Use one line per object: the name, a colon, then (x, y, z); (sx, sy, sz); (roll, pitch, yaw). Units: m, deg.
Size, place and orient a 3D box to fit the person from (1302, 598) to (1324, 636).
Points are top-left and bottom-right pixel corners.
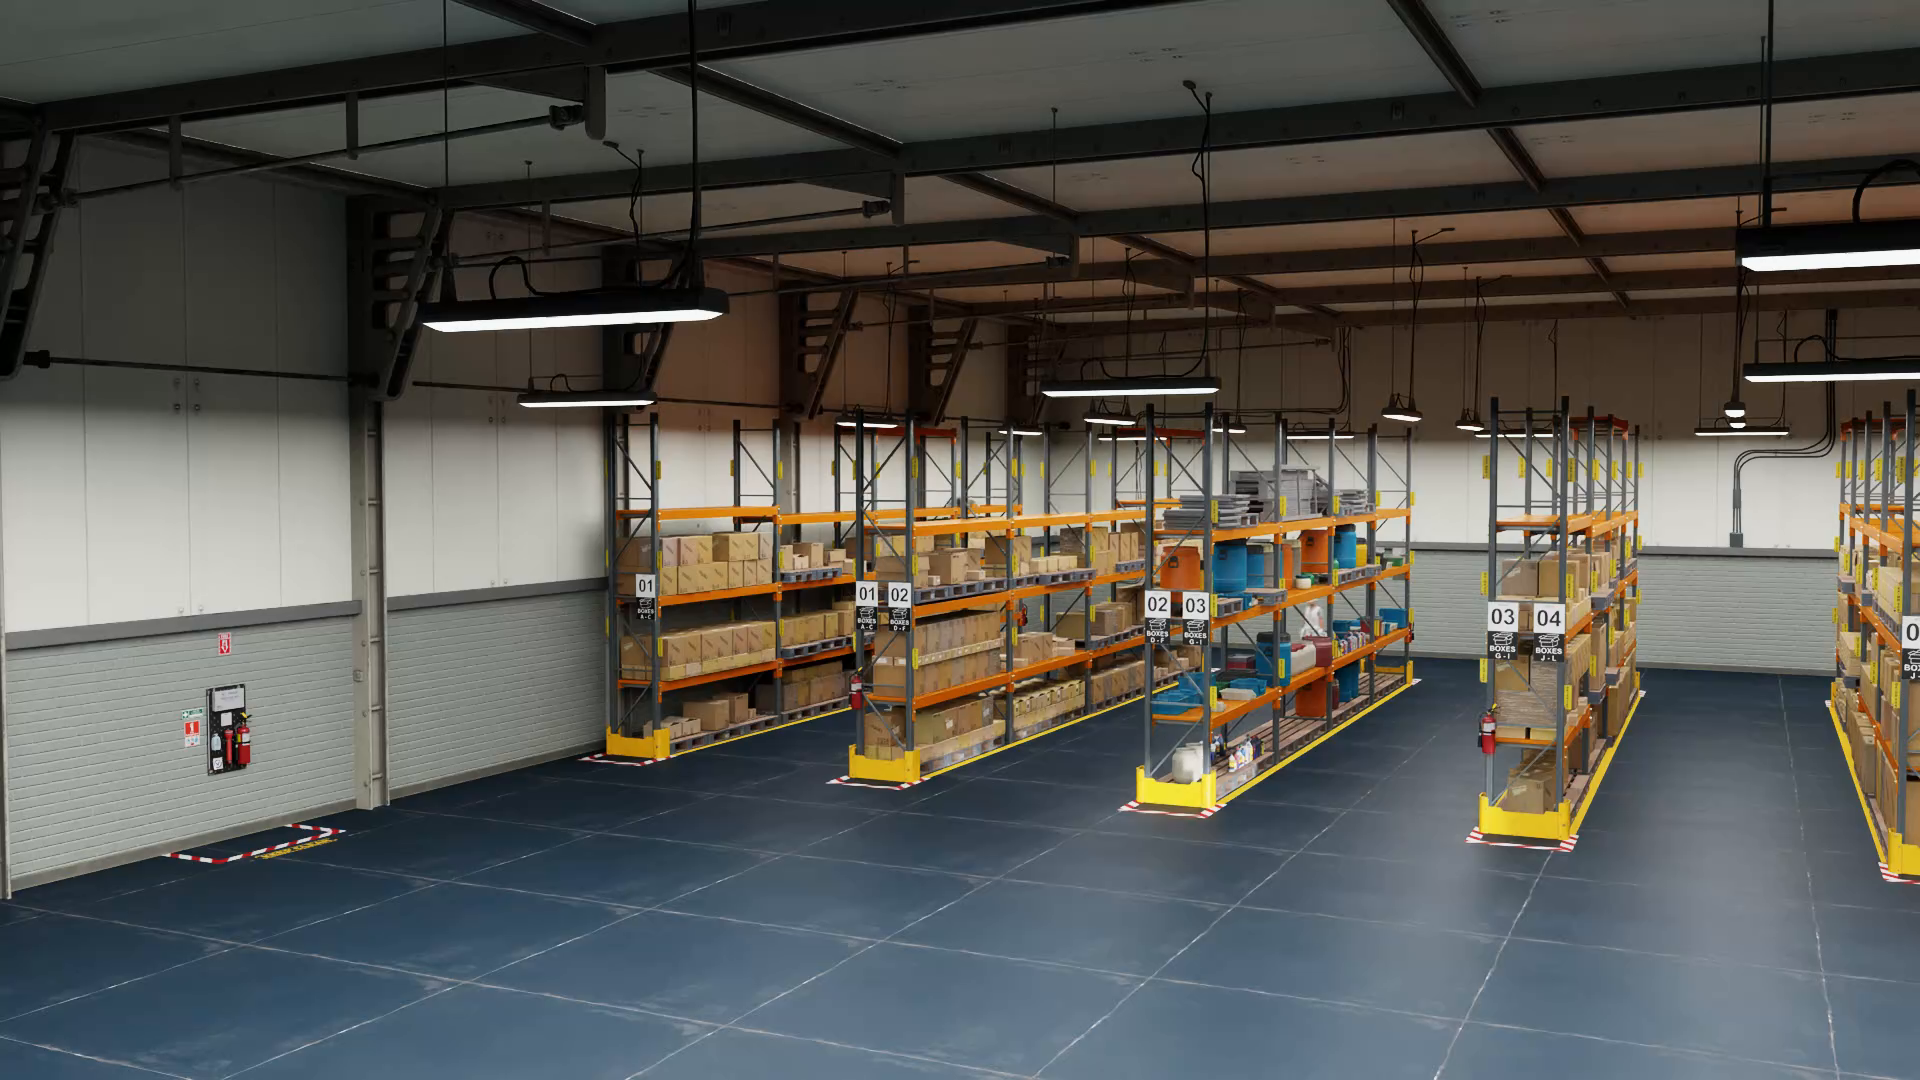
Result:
person: (9.020, 2.318, 42.607); (0.564, 1.792, 0.593); (1, 3, 26)
